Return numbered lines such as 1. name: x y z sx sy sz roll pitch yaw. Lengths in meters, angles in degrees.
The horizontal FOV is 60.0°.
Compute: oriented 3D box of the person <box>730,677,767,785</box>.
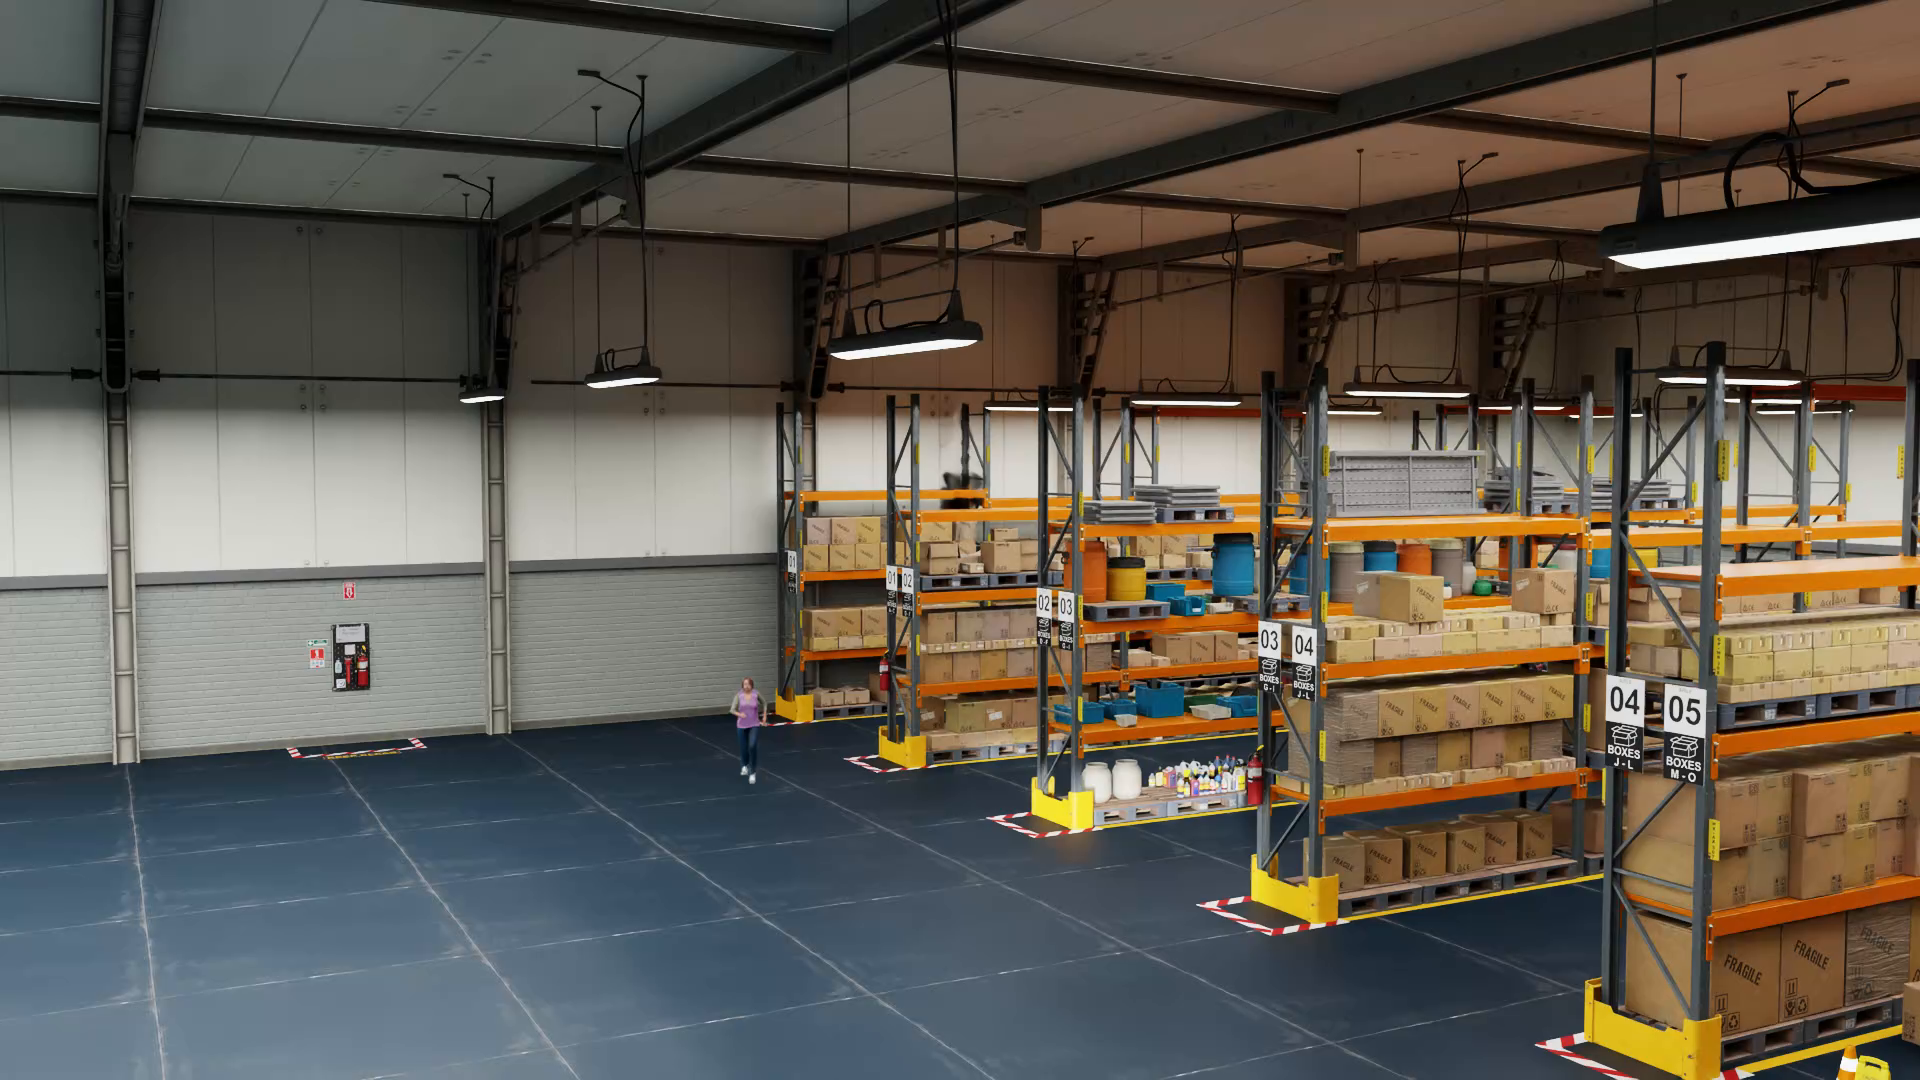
1. person: -3.261 2.918 25.651 0.554 1.650 0.723 0 3 -5
